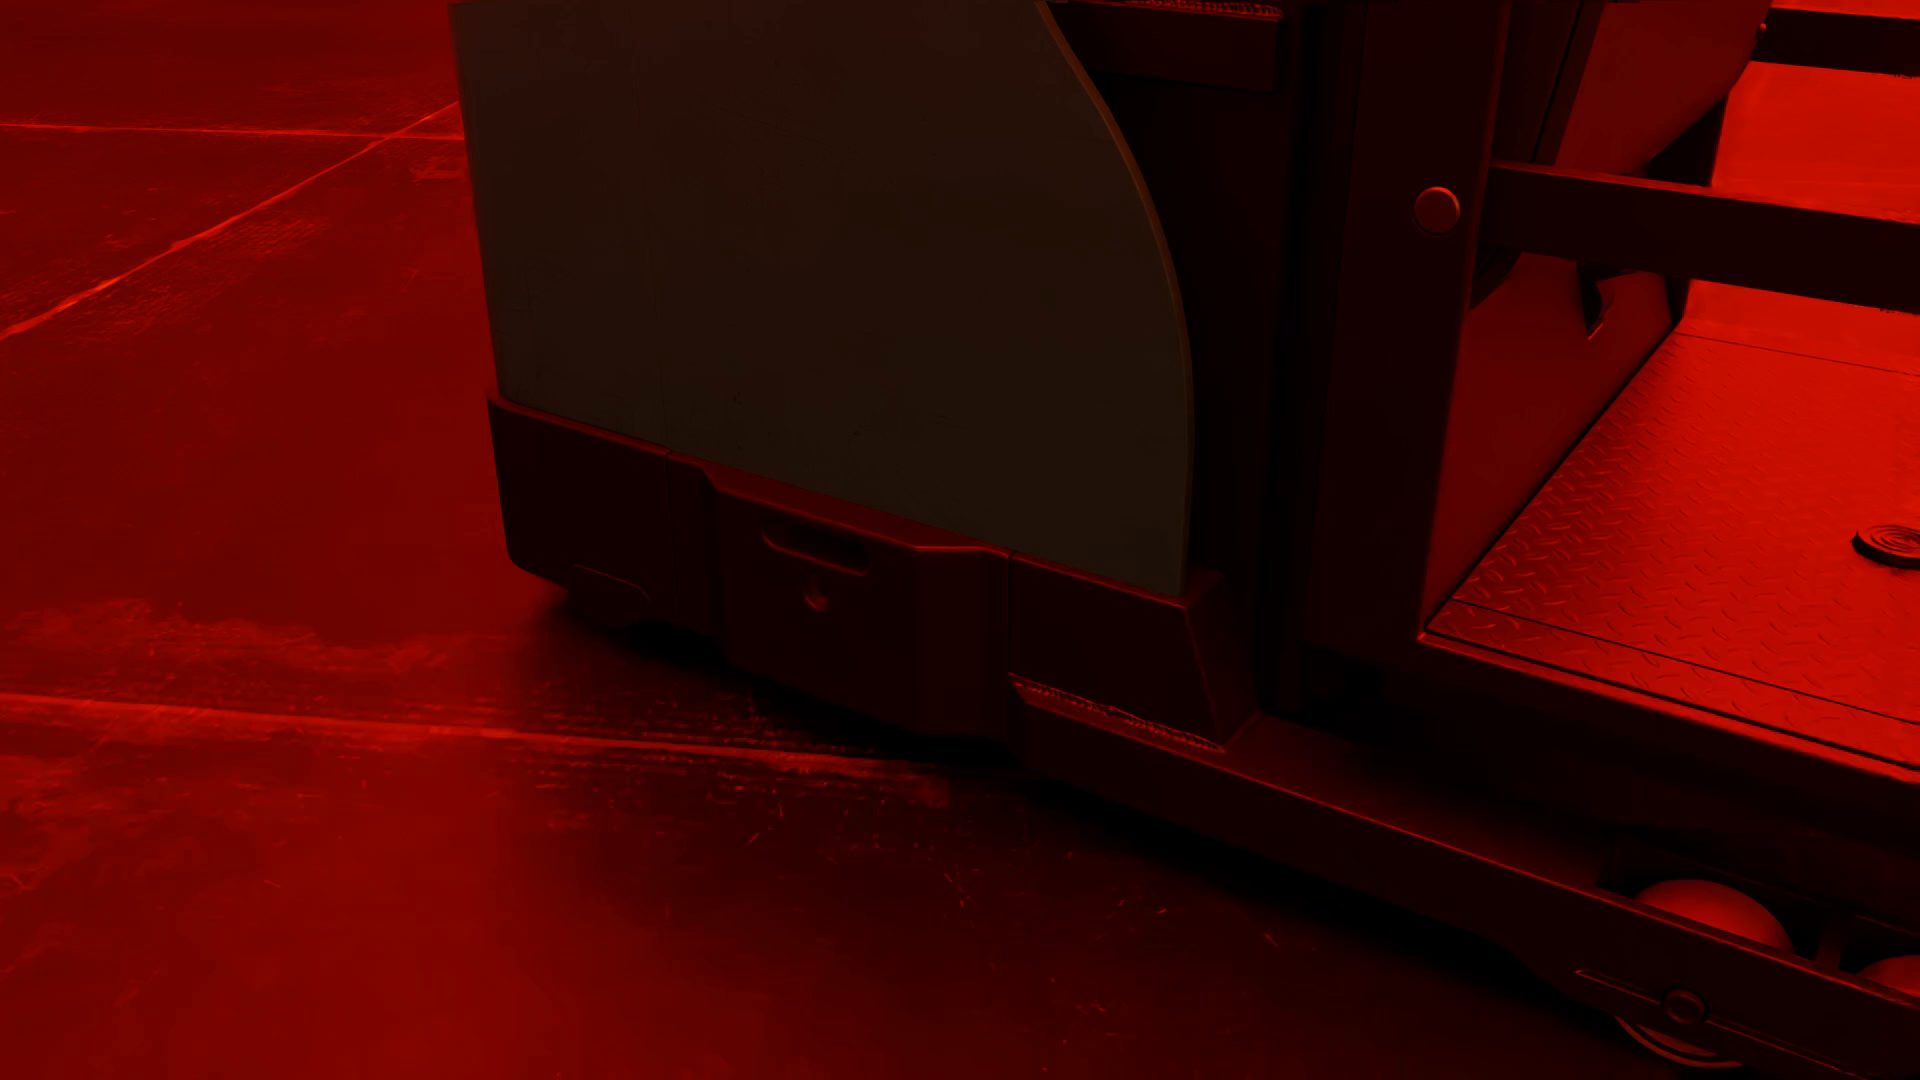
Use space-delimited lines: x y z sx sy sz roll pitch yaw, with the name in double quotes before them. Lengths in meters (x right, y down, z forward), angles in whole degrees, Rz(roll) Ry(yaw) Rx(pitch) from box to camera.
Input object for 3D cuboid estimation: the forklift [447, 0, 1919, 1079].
"forklift" 0.881 -1.052 1.325 3.031 2.935 1.130 16 31 30
